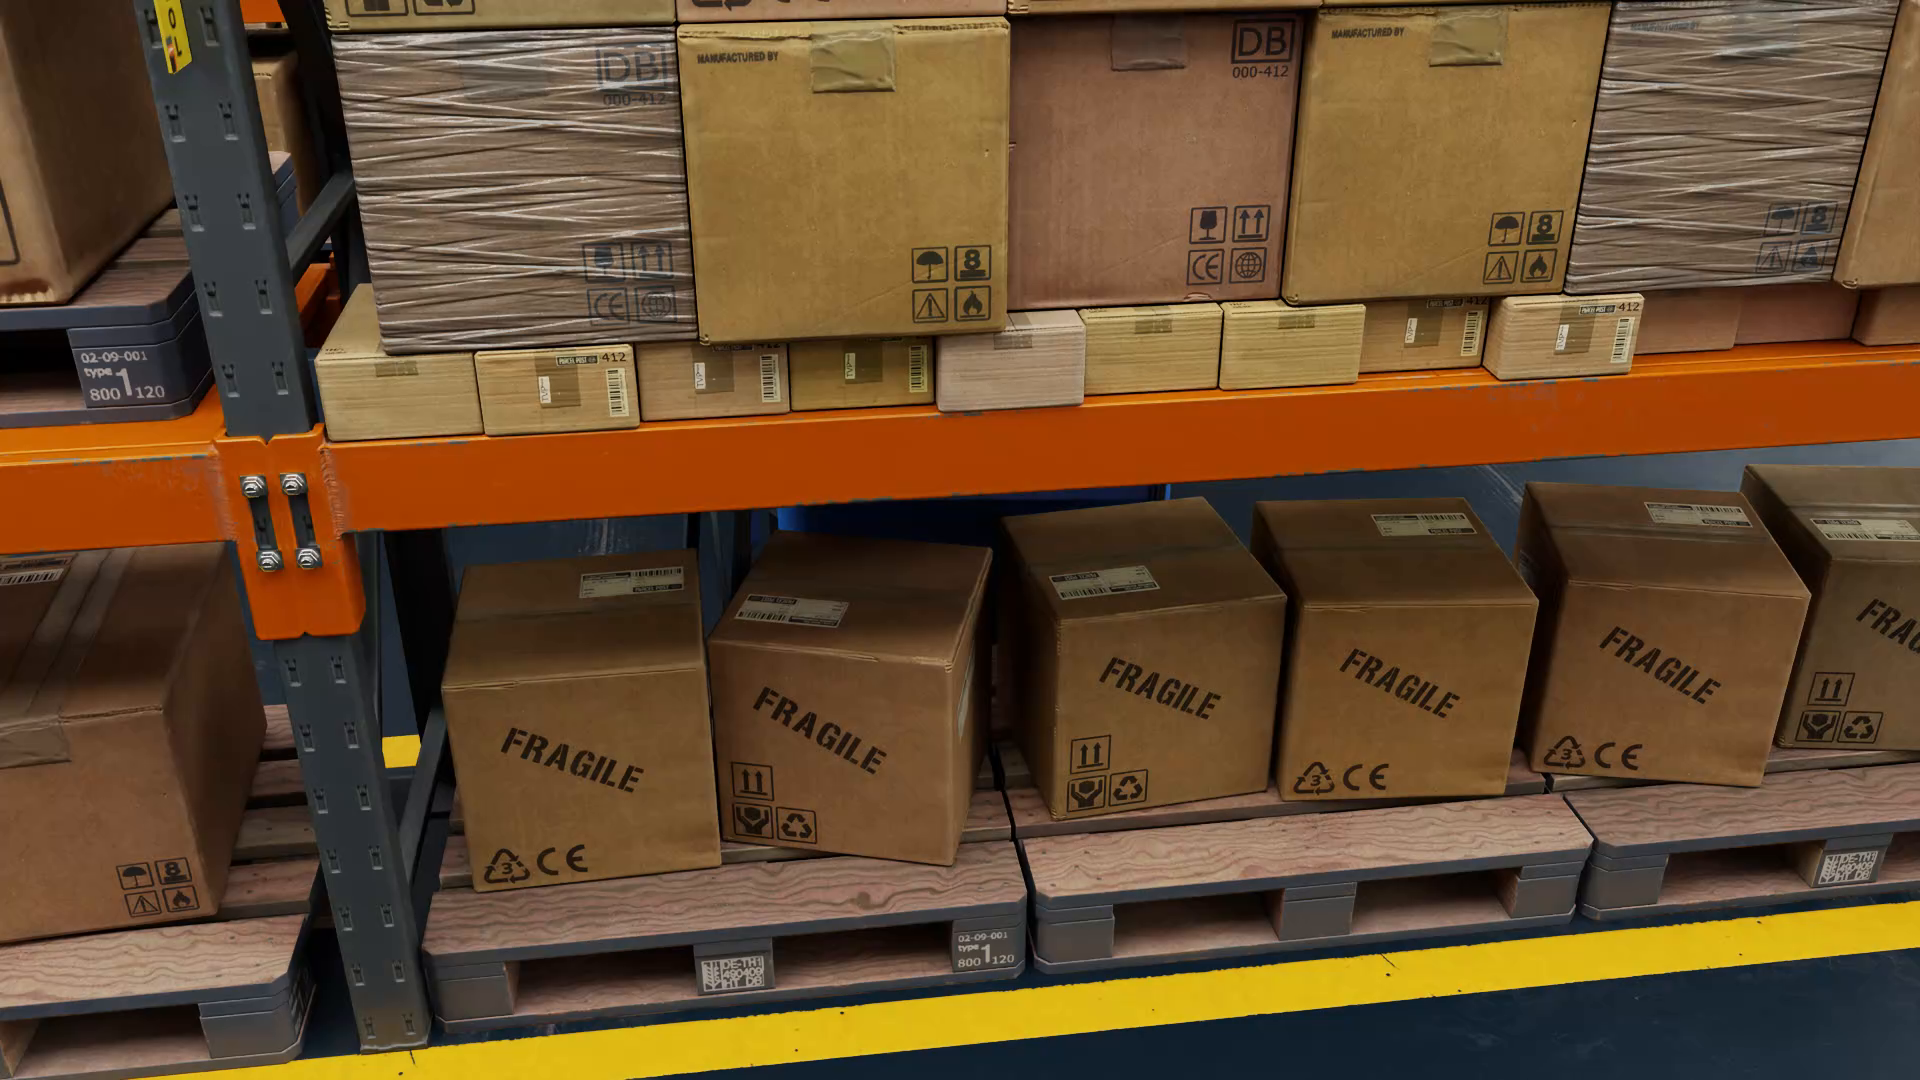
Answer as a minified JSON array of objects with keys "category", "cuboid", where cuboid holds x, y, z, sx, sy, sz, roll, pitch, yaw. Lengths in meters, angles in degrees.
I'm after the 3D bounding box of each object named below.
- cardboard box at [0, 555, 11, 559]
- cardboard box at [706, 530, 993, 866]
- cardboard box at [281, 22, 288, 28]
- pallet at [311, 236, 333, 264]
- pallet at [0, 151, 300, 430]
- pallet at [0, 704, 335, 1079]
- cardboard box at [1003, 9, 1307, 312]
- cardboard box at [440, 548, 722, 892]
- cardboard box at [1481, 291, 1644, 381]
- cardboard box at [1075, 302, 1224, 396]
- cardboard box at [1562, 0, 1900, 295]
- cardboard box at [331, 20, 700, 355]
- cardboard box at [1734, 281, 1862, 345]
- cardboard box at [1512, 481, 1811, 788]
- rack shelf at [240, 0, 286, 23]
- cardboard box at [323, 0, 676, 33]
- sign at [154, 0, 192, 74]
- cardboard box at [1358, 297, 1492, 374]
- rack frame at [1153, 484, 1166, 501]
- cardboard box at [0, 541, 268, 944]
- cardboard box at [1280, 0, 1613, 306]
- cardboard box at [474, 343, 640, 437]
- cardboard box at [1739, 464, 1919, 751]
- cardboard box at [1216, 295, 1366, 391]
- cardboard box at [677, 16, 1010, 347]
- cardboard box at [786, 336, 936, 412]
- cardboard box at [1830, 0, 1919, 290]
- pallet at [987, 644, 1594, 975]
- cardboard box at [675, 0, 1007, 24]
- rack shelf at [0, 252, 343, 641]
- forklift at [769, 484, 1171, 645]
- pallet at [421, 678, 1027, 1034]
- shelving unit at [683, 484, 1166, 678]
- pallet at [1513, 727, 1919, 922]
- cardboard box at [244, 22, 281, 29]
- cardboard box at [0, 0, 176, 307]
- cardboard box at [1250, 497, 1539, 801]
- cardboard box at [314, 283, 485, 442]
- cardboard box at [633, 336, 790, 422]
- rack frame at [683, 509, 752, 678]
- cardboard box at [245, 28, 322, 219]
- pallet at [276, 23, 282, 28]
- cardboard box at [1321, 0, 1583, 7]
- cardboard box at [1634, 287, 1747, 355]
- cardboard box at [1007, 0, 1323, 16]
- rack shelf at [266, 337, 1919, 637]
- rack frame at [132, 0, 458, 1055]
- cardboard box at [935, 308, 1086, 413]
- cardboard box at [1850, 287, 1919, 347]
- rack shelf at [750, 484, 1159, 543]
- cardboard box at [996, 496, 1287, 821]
[{"category":"cardboard box","cuboid":[-2.271,0.418,3.407,0.500,0.500,0.700,-4,27,-7]},{"category":"cardboard box","cuboid":[-0.217,0.328,3.603,0.500,0.500,0.500,5,28,9]},{"category":"cardboard box","cuboid":[-4.485,-3.921,12.024,0.625,0.372,0.950,-3,27,-5]},{"category":"pallet","cuboid":[-2.530,-1.475,7.893,1.213,0.211,1.003,-4,27,-7]},{"category":"pallet","cuboid":[-1.962,-0.482,3.113,1.213,0.211,1.003,-4,27,-7]},{"category":"pallet","cuboid":[-1.956,0.741,3.575,1.213,0.211,1.003,-4,27,-7]},{"category":"cardboard box","cuboid":[0.250,-0.821,3.128,0.500,0.500,0.875,-4,27,-7]},{"category":"cardboard box","cuboid":[-0.784,0.368,3.525,0.500,0.500,0.500,-4,28,-9]},{"category":"cardboard box","cuboid":[1.052,-0.438,3.094,0.250,0.149,0.380,-4,27,-7]},{"category":"cardboard box","cuboid":[0.304,-0.407,3.032,0.250,0.149,0.380,-4,27,-7]},{"category":"cardboard box","cuboid":[1.248,-0.860,3.206,0.500,0.500,0.875,-4,27,-7]},{"category":"cardboard box","cuboid":[-0.731,-0.727,2.947,0.500,0.500,0.875,-4,27,-7]},{"category":"cardboard box","cuboid":[1.531,-0.520,3.253,0.250,0.149,0.380,-4,27,-7]},{"category":"cardboard box","cuboid":[1.568,0.207,3.840,0.500,0.500,0.500,3,27,6]},{"category":"rack shelf","cuboid":[-3.757,-2.351,7.335,4.000,0.370,1.077,-4,27,-7]},{"category":"cardboard box","cuboid":[-0.704,-1.085,2.549,0.500,0.500,0.500,-4,27,-7]},{"category":"sign","cuboid":[-1.104,-0.814,2.283,0.005,0.325,0.100,-4,27,-7]},{"category":"cardboard box","cuboid":[0.794,-0.454,3.124,0.250,0.149,0.380,-4,27,-7]},{"category":"rack frame","cuboid":[0.396,-0.330,4.171,0.032,1.500,0.500,-1,14,-23]},{"category":"cardboard box","cuboid":[-1.796,0.396,3.449,0.500,0.500,0.700,-6,28,-11]},{"category":"cardboard box","cuboid":[0.751,-0.834,3.154,0.500,0.500,0.875,-4,27,-7]},{"category":"cardboard box","cuboid":[-0.681,-0.326,2.875,0.250,0.149,0.380,-4,27,-7]},{"category":"cardboard box","cuboid":[2.155,0.153,3.944,0.500,0.500,0.500,1,27,2]},{"category":"cardboard box","cuboid":[0.553,-0.417,3.053,0.250,0.149,0.380,-4,27,-7]},{"category":"cardboard box","cuboid":[-0.231,-0.743,2.978,0.500,0.500,0.875,-4,27,-7]},{"category":"cardboard box","cuboid":[-0.191,-0.375,2.969,0.250,0.149,0.380,-4,27,-7]},{"category":"cardboard box","cuboid":[1.749,-0.873,3.230,0.500,0.500,0.875,-4,27,-7]},{"category":"pallet","cuboid":[0.686,0.553,3.941,1.213,0.211,1.003,-4,27,-7]},{"category":"cardboard box","cuboid":[-0.209,-1.118,2.612,0.500,0.500,0.500,-4,27,-7]},{"category":"rack shelf","cuboid":[-3.166,-0.103,2.952,4.000,0.370,1.077,-4,27,-7]},{"category":"forklift","cuboid":[-0.030,-1.589,5.136,1.130,2.935,3.031,-1,27,-2]},{"category":"pallet","cuboid":[-0.525,0.632,3.787,1.213,0.211,1.003,-4,27,-7]},{"category":"shelving unit","cuboid":[-0.072,-0.324,3.972,1.048,1.500,0.538,-1,14,-23]},{"category":"pallet","cuboid":[1.891,0.477,4.090,1.213,0.211,1.003,-4,27,-7]},{"category":"cardboard box","cuboid":[-5.236,-3.875,11.935,0.625,0.372,0.950,-4,27,-8]},{"category":"cardboard box","cuboid":[-1.991,-1.016,2.828,1.000,1.000,1.000,-3,27,-7]},{"category":"cardboard box","cuboid":[0.945,0.238,3.779,0.500,0.500,0.500,-1,27,-2]},{"category":"cardboard box","cuboid":[-0.930,-0.316,2.855,0.250,0.149,0.380,-4,27,-7]},{"category":"cardboard box","cuboid":[-0.437,-0.354,2.930,0.250,0.149,0.380,-4,27,-7]},{"category":"rack frame","cuboid":[-0.539,-0.318,3.773,0.032,1.500,0.500,-1,14,-23]},{"category":"cardboard box","cuboid":[-3.334,-1.845,7.564,0.750,0.750,1.050,-4,27,-7]},{"category":"pallet","cuboid":[-4.547,-3.660,12.152,1.213,0.211,1.003,-4,27,-7]},{"category":"cardboard box","cuboid":[0.779,-1.186,2.745,0.500,0.500,0.500,-4,27,-7]},{"category":"cardboard box","cuboid":[1.287,-0.494,3.203,0.250,0.149,0.380,-4,27,-7]},{"category":"cardboard box","cuboid":[0.286,-1.149,2.674,0.500,0.500,0.500,-4,27,-7]},{"category":"rack shelf","cuboid":[0.795,-0.357,3.448,4.000,0.370,1.077,-4,27,-7]},{"category":"rack frame","cuboid":[-1.185,-0.550,3.036,0.127,3.000,1.000,-4,27,-7]},{"category":"cardboard box","cuboid":[0.062,-0.372,2.964,0.250,0.149,0.380,-4,27,-7]},{"category":"cardboard box","cuboid":[1.785,-0.517,3.248,0.250,0.149,0.380,-4,27,-7]},{"category":"rack shelf","cuboid":[-0.086,-0.149,4.011,1.000,0.185,0.538,-1,14,-23]},{"category":"cardboard box","cuboid":[0.386,0.253,3.749,0.500,0.500,0.500,-6,28,-12]}]
